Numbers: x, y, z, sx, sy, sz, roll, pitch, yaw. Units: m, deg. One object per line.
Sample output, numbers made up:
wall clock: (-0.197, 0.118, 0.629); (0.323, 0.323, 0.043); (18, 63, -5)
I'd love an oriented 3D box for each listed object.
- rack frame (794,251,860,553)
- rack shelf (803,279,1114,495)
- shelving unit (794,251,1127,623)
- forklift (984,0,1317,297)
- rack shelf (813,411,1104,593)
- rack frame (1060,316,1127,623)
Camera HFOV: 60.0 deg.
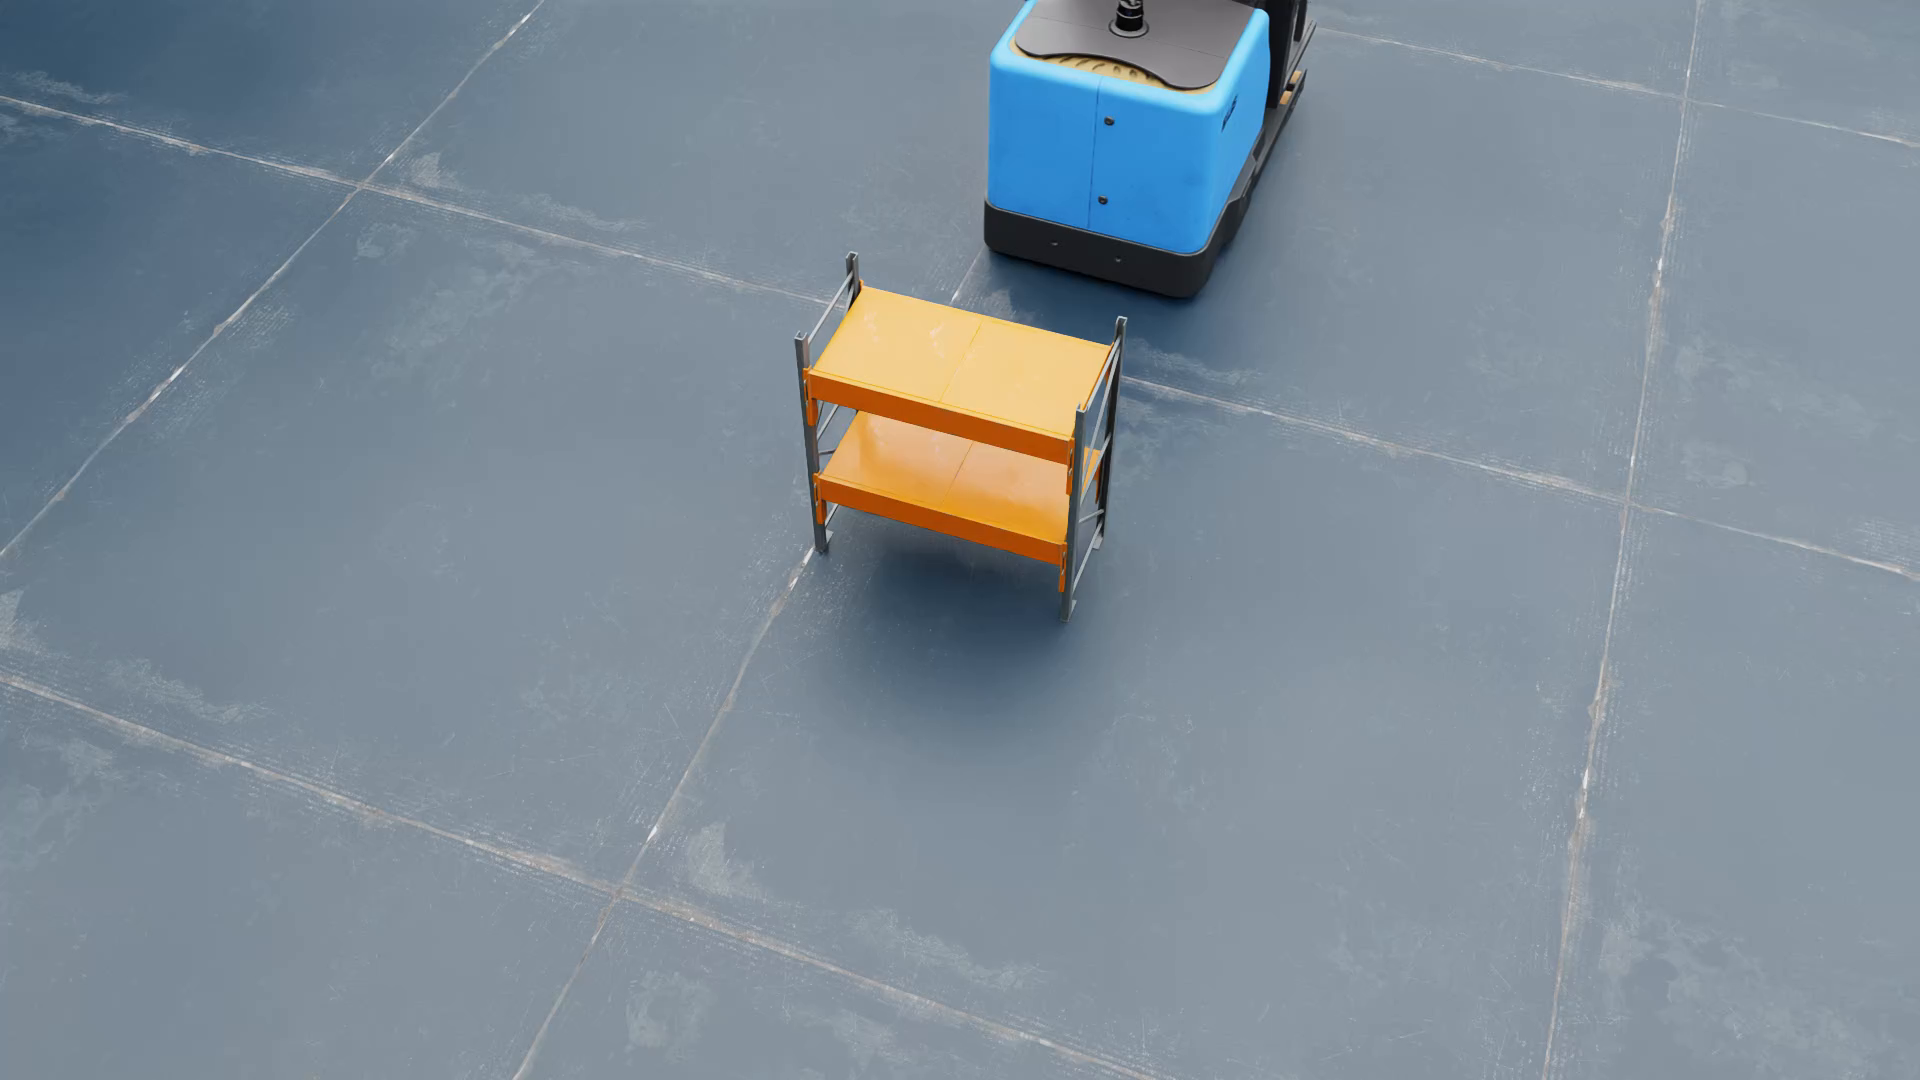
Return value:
rack frame: (-0.471, -0.500, 6.305); (0.032, 1.125, 0.500); (16, 51, 13)
rack shelf: (0.006, -0.558, 5.969); (1.000, 0.278, 0.538); (16, 51, 13)
shelving unit: (0.006, -0.367, 6.190); (1.048, 1.125, 0.538); (16, 51, 13)
forklift: (1.132, -3.186, 7.438); (1.130, 2.935, 3.031); (17, 51, 14)
rack shelf: (0.006, -0.206, 6.375); (1.000, 0.278, 0.538); (16, 51, 13)
rack frame: (0.483, -0.234, 6.075); (0.032, 1.125, 0.500); (16, 51, 13)
